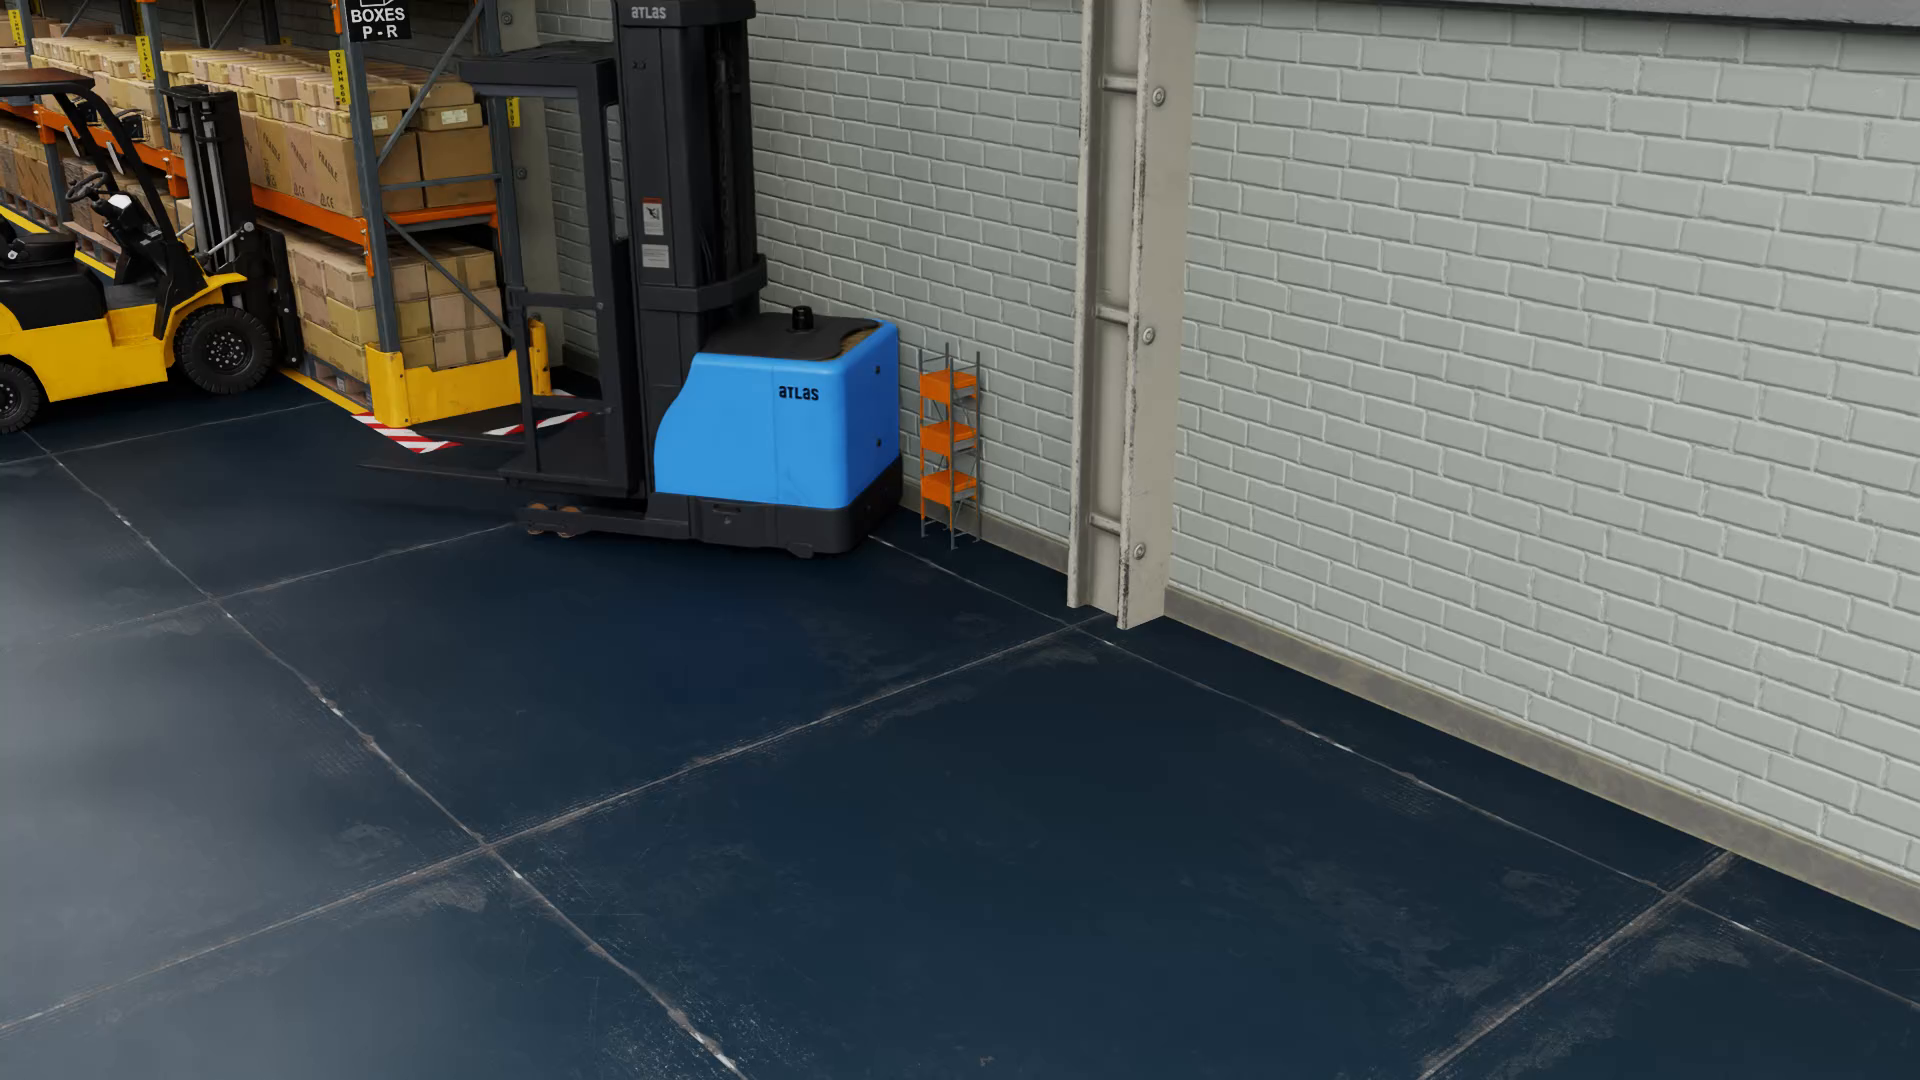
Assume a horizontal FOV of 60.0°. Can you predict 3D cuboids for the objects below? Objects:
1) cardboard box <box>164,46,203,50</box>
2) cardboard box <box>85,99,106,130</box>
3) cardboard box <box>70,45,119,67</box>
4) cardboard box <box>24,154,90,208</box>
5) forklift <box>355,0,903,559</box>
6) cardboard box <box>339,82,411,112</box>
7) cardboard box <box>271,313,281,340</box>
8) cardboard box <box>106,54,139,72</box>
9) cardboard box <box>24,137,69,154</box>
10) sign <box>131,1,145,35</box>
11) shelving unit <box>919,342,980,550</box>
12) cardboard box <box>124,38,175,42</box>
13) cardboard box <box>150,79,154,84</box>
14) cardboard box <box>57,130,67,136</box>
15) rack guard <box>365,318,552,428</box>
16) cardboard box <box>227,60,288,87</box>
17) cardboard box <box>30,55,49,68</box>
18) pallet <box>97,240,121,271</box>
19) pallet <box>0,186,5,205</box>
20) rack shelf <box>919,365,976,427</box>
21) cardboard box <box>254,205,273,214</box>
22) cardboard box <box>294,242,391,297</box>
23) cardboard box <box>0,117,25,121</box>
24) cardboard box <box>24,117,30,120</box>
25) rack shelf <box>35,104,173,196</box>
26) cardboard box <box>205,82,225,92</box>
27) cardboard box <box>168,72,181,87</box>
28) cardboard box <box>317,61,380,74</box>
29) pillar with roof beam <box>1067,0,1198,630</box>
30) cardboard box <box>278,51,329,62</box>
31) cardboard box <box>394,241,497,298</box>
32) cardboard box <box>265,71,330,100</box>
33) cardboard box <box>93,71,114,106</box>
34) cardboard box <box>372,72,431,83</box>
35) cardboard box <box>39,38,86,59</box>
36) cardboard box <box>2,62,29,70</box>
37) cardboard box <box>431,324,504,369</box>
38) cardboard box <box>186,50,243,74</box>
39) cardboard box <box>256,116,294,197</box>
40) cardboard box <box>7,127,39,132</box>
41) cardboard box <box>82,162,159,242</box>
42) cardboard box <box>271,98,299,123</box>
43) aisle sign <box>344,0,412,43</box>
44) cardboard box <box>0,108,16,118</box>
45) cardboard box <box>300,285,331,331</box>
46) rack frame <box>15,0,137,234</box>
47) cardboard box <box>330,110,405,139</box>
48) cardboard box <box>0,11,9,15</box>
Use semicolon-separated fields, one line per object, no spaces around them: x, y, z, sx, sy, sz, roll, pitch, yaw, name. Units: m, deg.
-7.015;-4.345;14.938;0.380;0.149;0.250;-17;27;-37;cardboard box
-7.492;-3.846;14.896;0.500;0.250;0.500;-16;27;-36;cardboard box
-7.764;-4.358;14.970;0.380;0.149;0.250;-17;27;-36;cardboard box
-9.357;-3.759;17.321;0.500;0.500;0.500;-18;28;-38;cardboard box
-1.902;-1.553;8.930;3.031;2.935;1.130;6;22;15;forklift
-3.771;-2.847;10.705;0.380;0.149;0.250;-17;27;-37;cardboard box
-4.917;-1.699;12.403;0.500;0.250;0.500;-16;27;-36;cardboard box
-7.077;-4.082;14.266;0.380;0.149;0.250;-18;28;-39;cardboard box
-9.454;-4.082;17.256;0.380;0.149;0.250;-19;28;-39;cardboard box
-8.181;-5.193;16.543;0.100;0.325;0.005;-17;27;-37;sign
-0.054;-0.494;8.805;0.215;1.050;0.252;-18;28;-38;shelving unit
-7.642;-4.645;15.704;0.380;0.149;0.250;-18;28;-38;cardboard box
-6.380;-3.806;13.562;0.380;0.149;0.250;-16;27;-36;cardboard box
-9.588;-4.418;18.112;0.380;0.149;0.250;-17;27;-37;cardboard box
-3.362;-1.140;11.210;1.175;0.500;0.348;-17;27;-37;rack guard
-5.104;-3.407;12.136;0.380;0.149;0.250;-18;27;-38;cardboard box
-8.514;-4.497;15.874;0.500;0.250;0.500;-17;27;-37;cardboard box
-7.299;-2.649;15.458;1.003;0.211;1.213;-17;27;-37;pallet
-10.651;-4.112;19.194;1.003;0.211;1.213;-17;27;-37;pallet
-0.055;-0.748;8.704;0.215;0.259;0.240;-18;28;-38;rack shelf
-5.584;-2.445;12.936;0.500;0.250;0.500;-17;27;-37;cardboard box
-4.252;-1.884;11.506;0.500;0.250;0.500;-17;27;-36;cardboard box
-10.762;-4.671;18.760;0.380;0.149;0.250;-19;28;-40;cardboard box
-10.576;-4.855;19.230;0.380;0.149;0.250;-17;27;-37;cardboard box
-7.294;-3.634;15.135;1.077;0.370;4.000;-17;27;-37;rack shelf
-5.343;-3.319;12.318;0.380;0.149;0.250;-18;28;-38;cardboard box
-5.980;-3.614;13.072;0.380;0.149;0.250;-18;28;-38;cardboard box
-4.423;-3.376;12.056;0.380;0.149;0.250;-17;27;-37;cardboard box
-2.494;-2.829;3.867;9.100;9.000;0.400;-17;27;-37;pillar with roof beam
-5.025;-3.683;12.841;0.380;0.149;0.250;-18;28;-38;cardboard box
-3.548;-1.870;11.468;0.500;0.250;0.500;-18;28;-38;cardboard box
-4.507;-3.105;11.365;0.380;0.149;0.250;-17;27;-36;cardboard box
-7.173;-3.937;14.443;0.500;0.250;0.500;-17;27;-36;cardboard box
-3.763;-3.092;11.330;0.380;0.149;0.250;-17;27;-36;cardboard box
-8.439;-4.638;15.686;0.380;0.149;0.250;-17;27;-36;cardboard box
-9.319;-4.690;16.614;0.380;0.149;0.250;-17;27;-36;cardboard box
-3.550;-1.408;11.661;0.500;0.250;0.500;-17;27;-37;cardboard box
-5.753;-3.698;12.878;0.380;0.149;0.250;-17;27;-37;cardboard box
-4.564;-2.718;11.673;0.500;0.500;0.500;-18;28;-38;cardboard box
-10.080;-4.384;18.026;0.380;0.149;0.250;-17;27;-37;cardboard box
-7.770;-3.257;15.866;0.875;0.625;0.625;-16;27;-36;cardboard box
-4.492;-2.972;11.433;0.380;0.149;0.250;-19;28;-39;cardboard box
-3.557;-3.433;10.072;0.394;0.787;0.004;-17;27;-37;aisle sign
-10.972;-4.876;18.874;0.380;0.149;0.250;-19;28;-40;cardboard box
-4.251;-1.660;11.619;0.500;0.250;0.500;-18;28;-38;cardboard box
-8.599;-4.521;16.414;1.000;3.000;0.127;-17;27;-37;rack frame
-3.816;-2.689;10.709;0.380;0.149;0.250;-17;27;-37;cardboard box
-10.726;-5.538;18.299;0.700;0.500;0.500;-17;27;-37;cardboard box
